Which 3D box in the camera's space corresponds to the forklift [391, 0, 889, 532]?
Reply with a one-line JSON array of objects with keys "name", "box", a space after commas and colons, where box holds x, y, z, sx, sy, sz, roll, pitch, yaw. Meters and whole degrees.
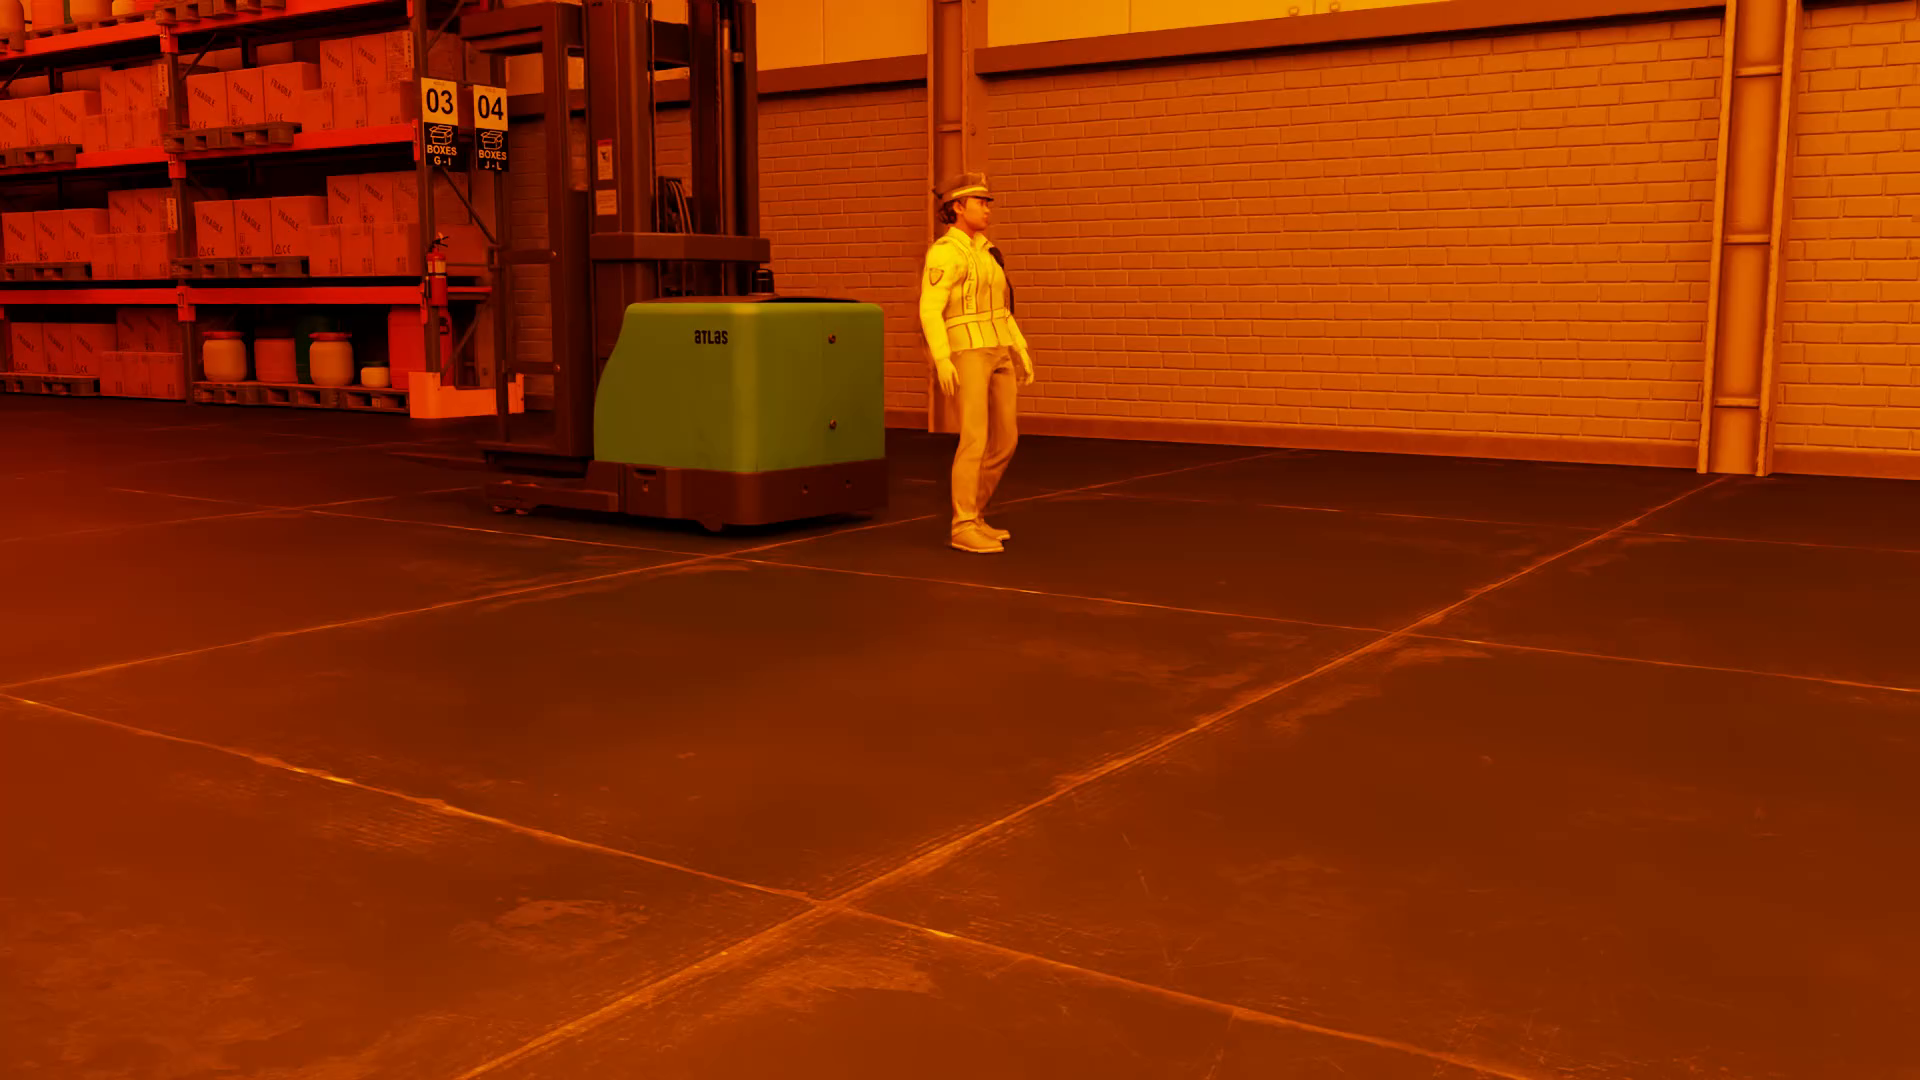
[{"name": "forklift", "box": [-1.836, -1.627, 8.637, 3.031, 2.935, 1.130, 6, 10, 37]}]

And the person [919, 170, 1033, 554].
[{"name": "person", "box": [0.108, -0.800, 7.409, 0.527, 1.670, 0.636, 6, 10, 35]}]
